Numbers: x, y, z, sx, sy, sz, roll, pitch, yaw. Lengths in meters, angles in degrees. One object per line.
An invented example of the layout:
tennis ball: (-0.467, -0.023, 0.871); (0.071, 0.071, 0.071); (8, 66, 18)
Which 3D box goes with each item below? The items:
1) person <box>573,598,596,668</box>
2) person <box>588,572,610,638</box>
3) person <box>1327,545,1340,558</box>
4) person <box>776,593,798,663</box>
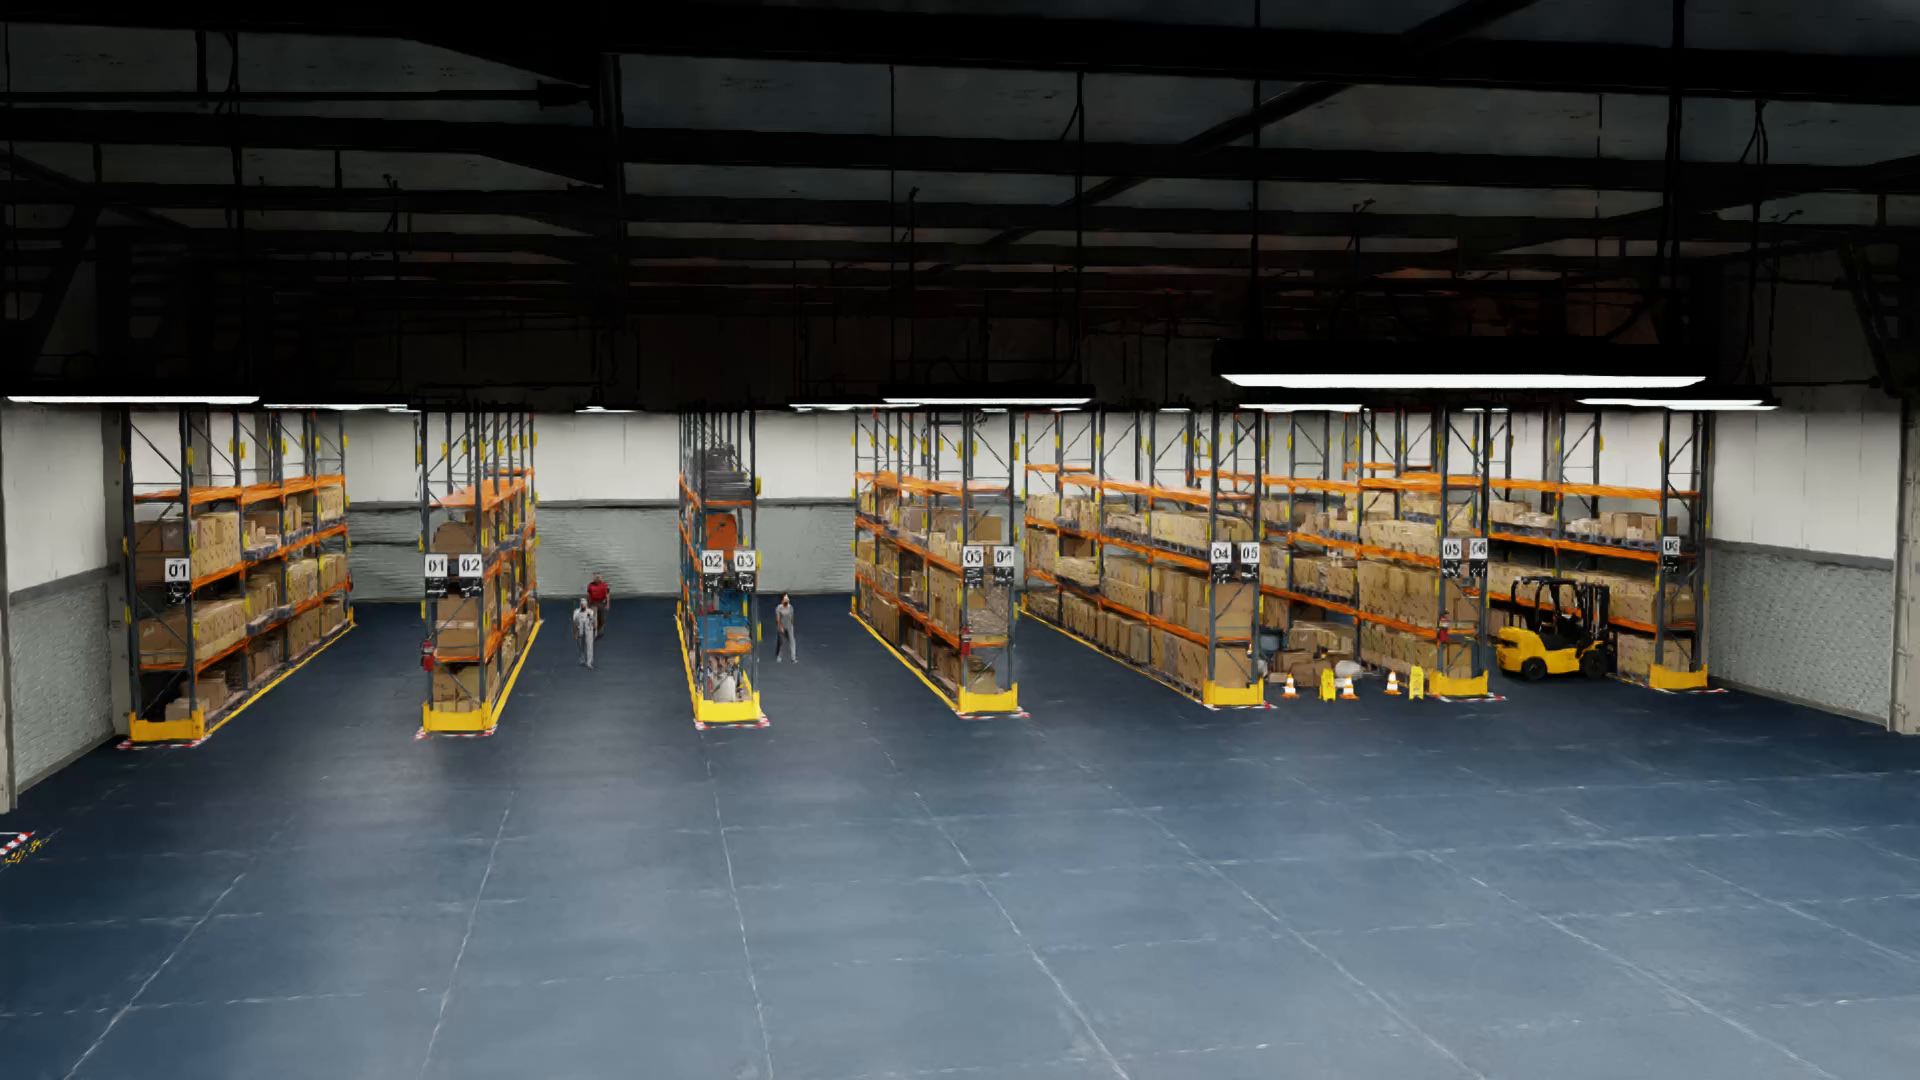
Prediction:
person: (-8.503, 2.081, 37.619); (0.497, 1.583, 1.070); (-1, 4, -8)
person: (-9.297, 1.655, 42.795); (0.554, 1.669, 1.040); (-1, 4, -12)
person: (11.596, 0.947, 51.672); (0.542, 1.782, 0.642); (-3, 5, -38)
person: (-4.041, 2.014, 38.344); (0.444, 1.604, 1.016); (-1, 5, -19)
